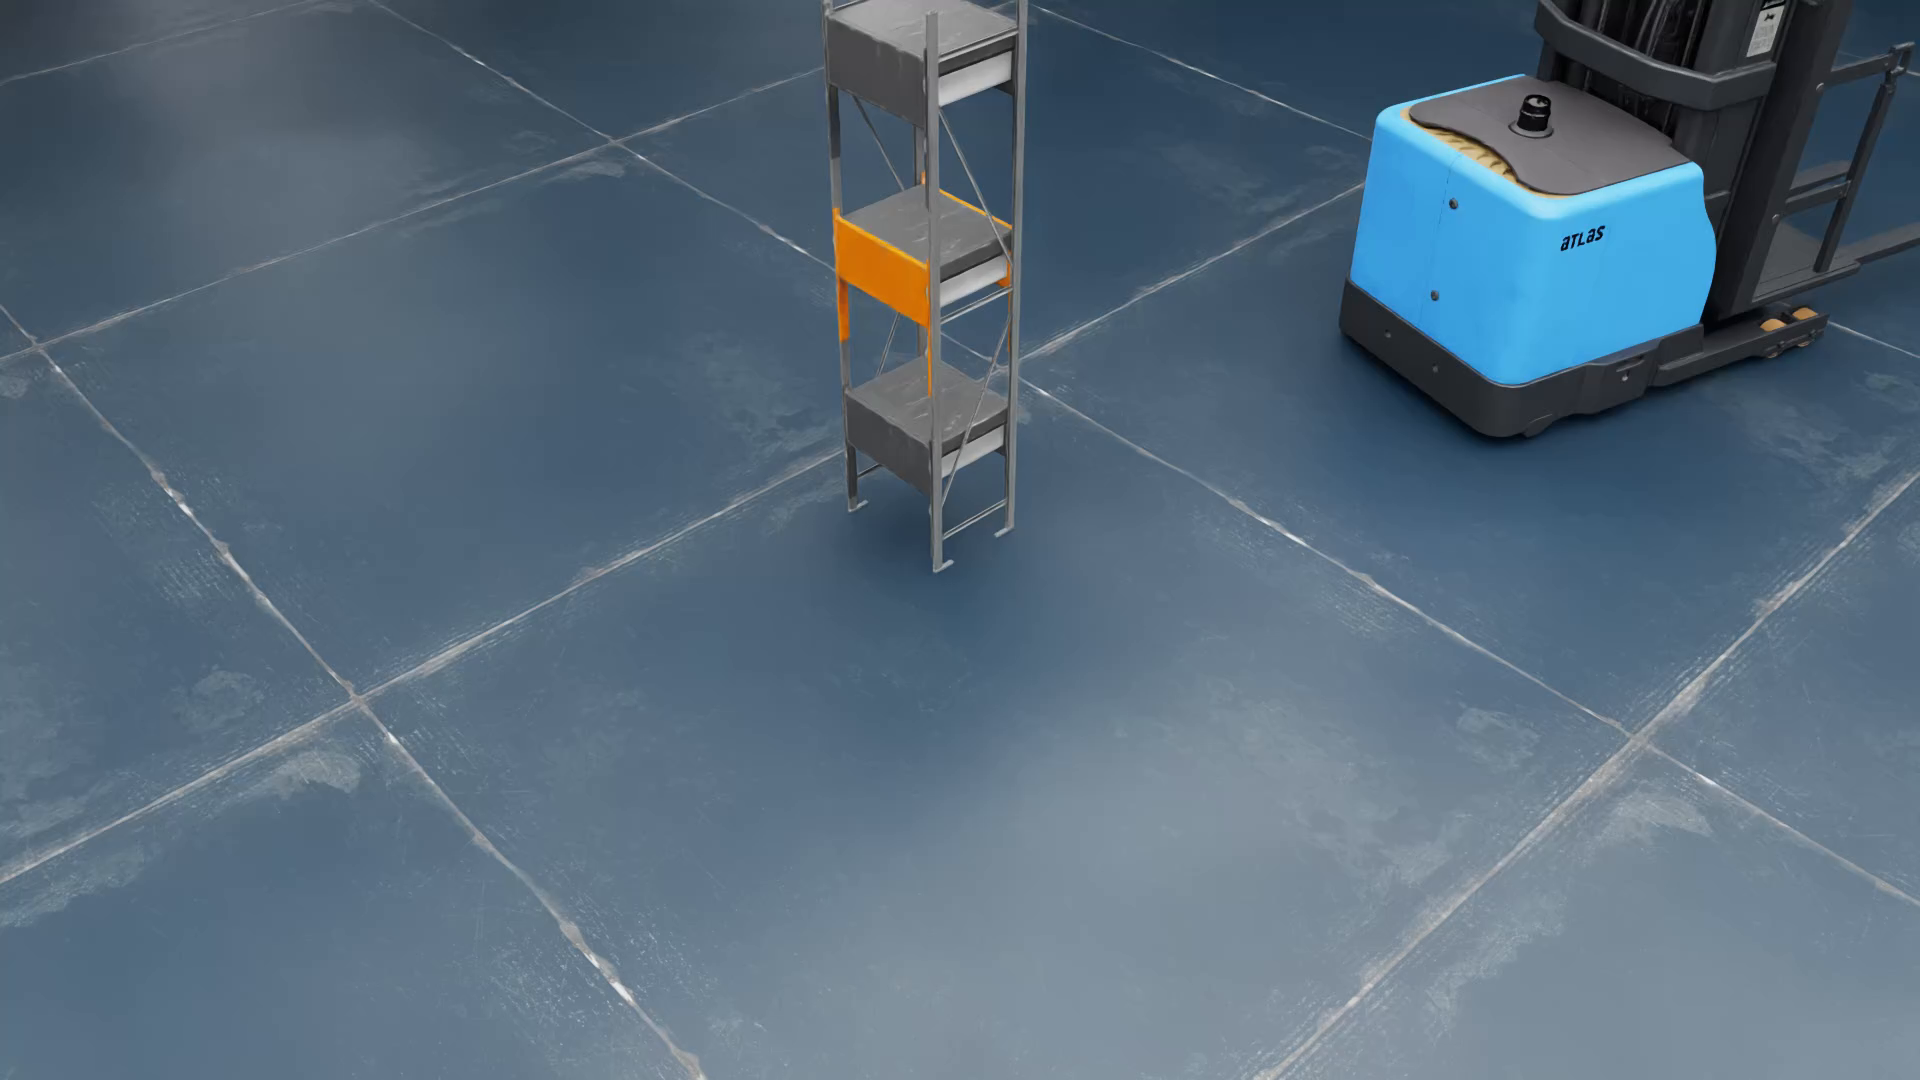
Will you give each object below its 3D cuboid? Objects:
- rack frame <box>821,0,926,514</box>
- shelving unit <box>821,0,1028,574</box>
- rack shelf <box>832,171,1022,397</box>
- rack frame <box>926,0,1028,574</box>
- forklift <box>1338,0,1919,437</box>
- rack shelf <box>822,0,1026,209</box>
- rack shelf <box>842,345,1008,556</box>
[{"bbox_3d":[-0.277,-1.006,5.825,0.400,2.100,0.015,-30,48,-32],"label":"rack frame"},{"bbox_3d":[-0.112,-0.893,5.685,0.431,2.100,0.503,-30,48,-32],"label":"shelving unit"},{"bbox_3d":[-0.112,-0.883,5.694,0.431,0.518,0.480,-30,48,-32],"label":"rack shelf"},{"bbox_3d":[0.053,-0.781,5.545,0.400,2.100,0.015,-30,48,-32],"label":"rack frame"},{"bbox_3d":[3.209,-2.207,6.650,3.031,2.935,1.130,-18,42,-21],"label":"forklift"},{"bbox_3d":[-0.112,-1.427,5.254,0.431,0.518,0.480,-30,48,-32],"label":"rack shelf"},{"bbox_3d":[-0.112,-0.338,6.134,0.431,0.518,0.480,-30,48,-32],"label":"rack shelf"}]
